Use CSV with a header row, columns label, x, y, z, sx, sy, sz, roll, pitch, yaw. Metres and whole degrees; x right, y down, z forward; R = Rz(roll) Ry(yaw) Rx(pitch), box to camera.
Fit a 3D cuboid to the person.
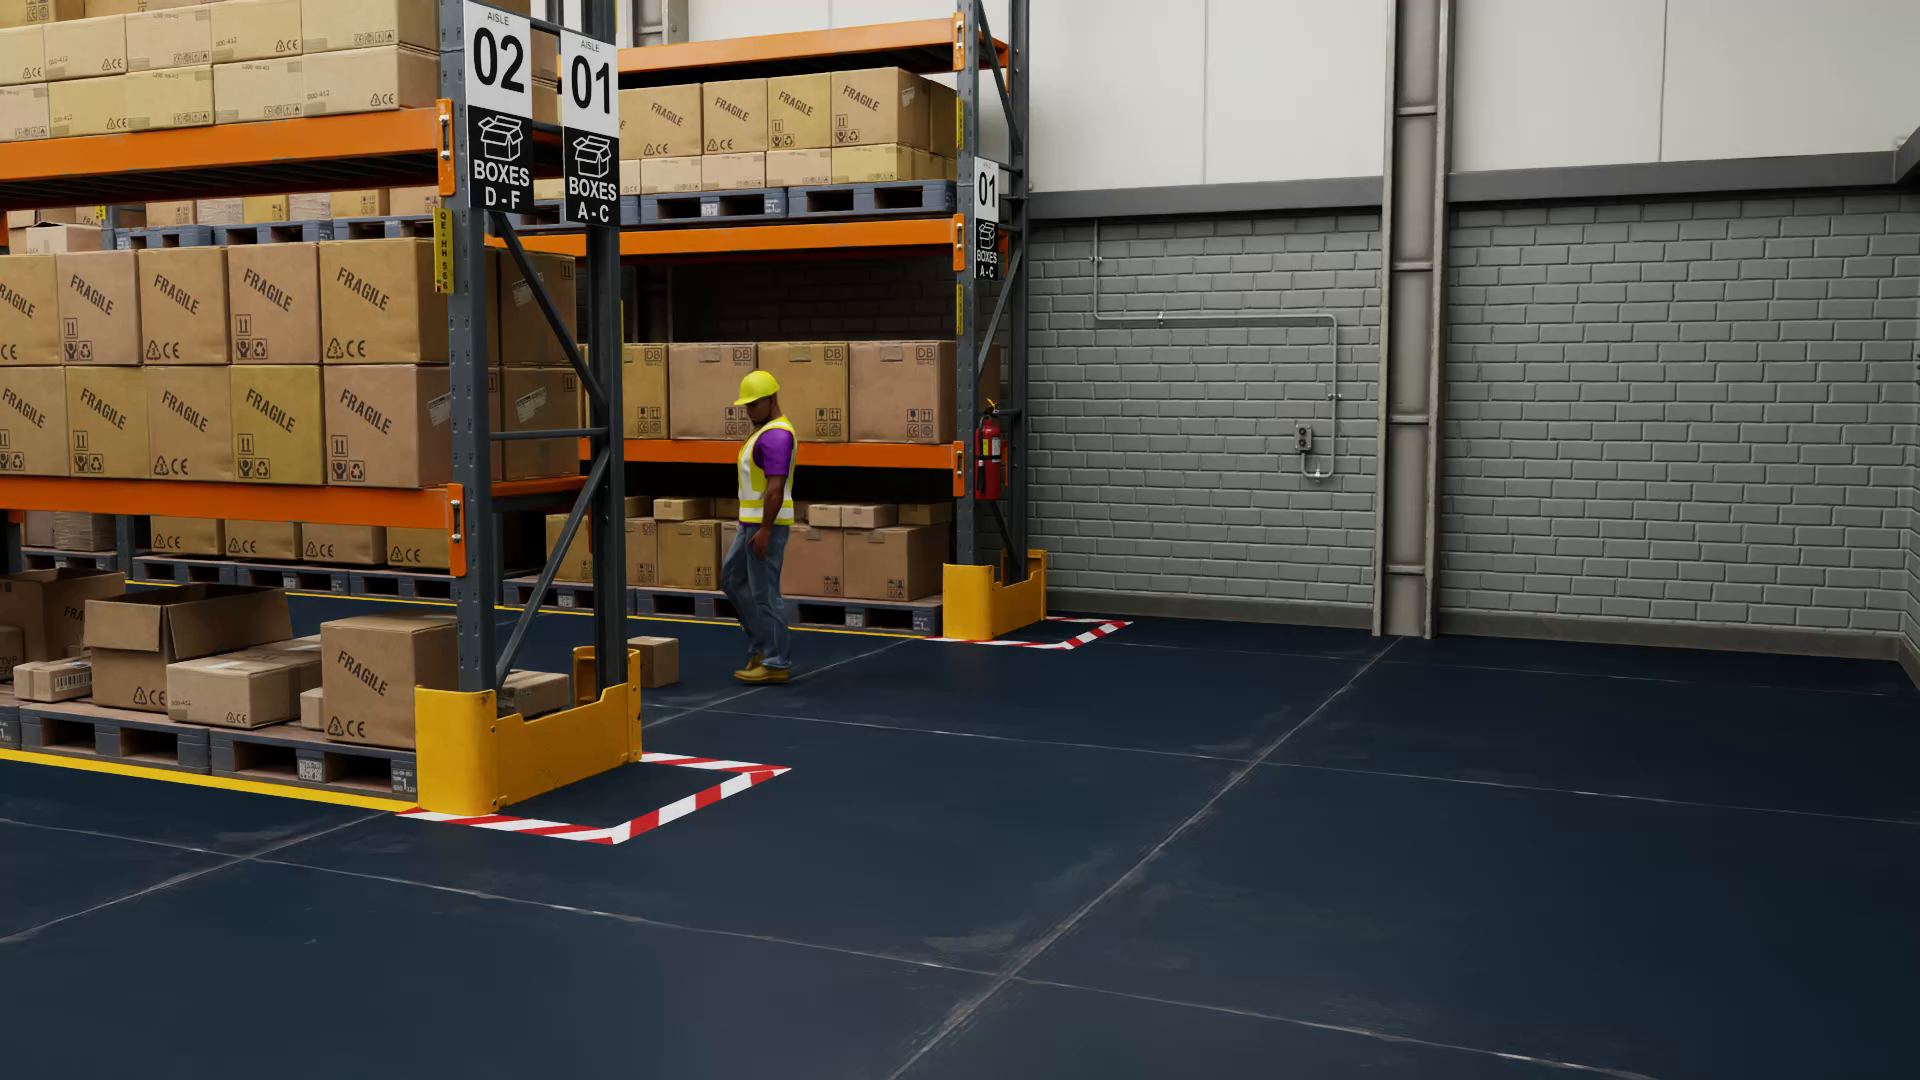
label,x,y,z,sx,sy,sz,roll,pitch,yaw
person,-1.146,-0.051,9.482,0.438,1.820,0.610,-1,6,-9
